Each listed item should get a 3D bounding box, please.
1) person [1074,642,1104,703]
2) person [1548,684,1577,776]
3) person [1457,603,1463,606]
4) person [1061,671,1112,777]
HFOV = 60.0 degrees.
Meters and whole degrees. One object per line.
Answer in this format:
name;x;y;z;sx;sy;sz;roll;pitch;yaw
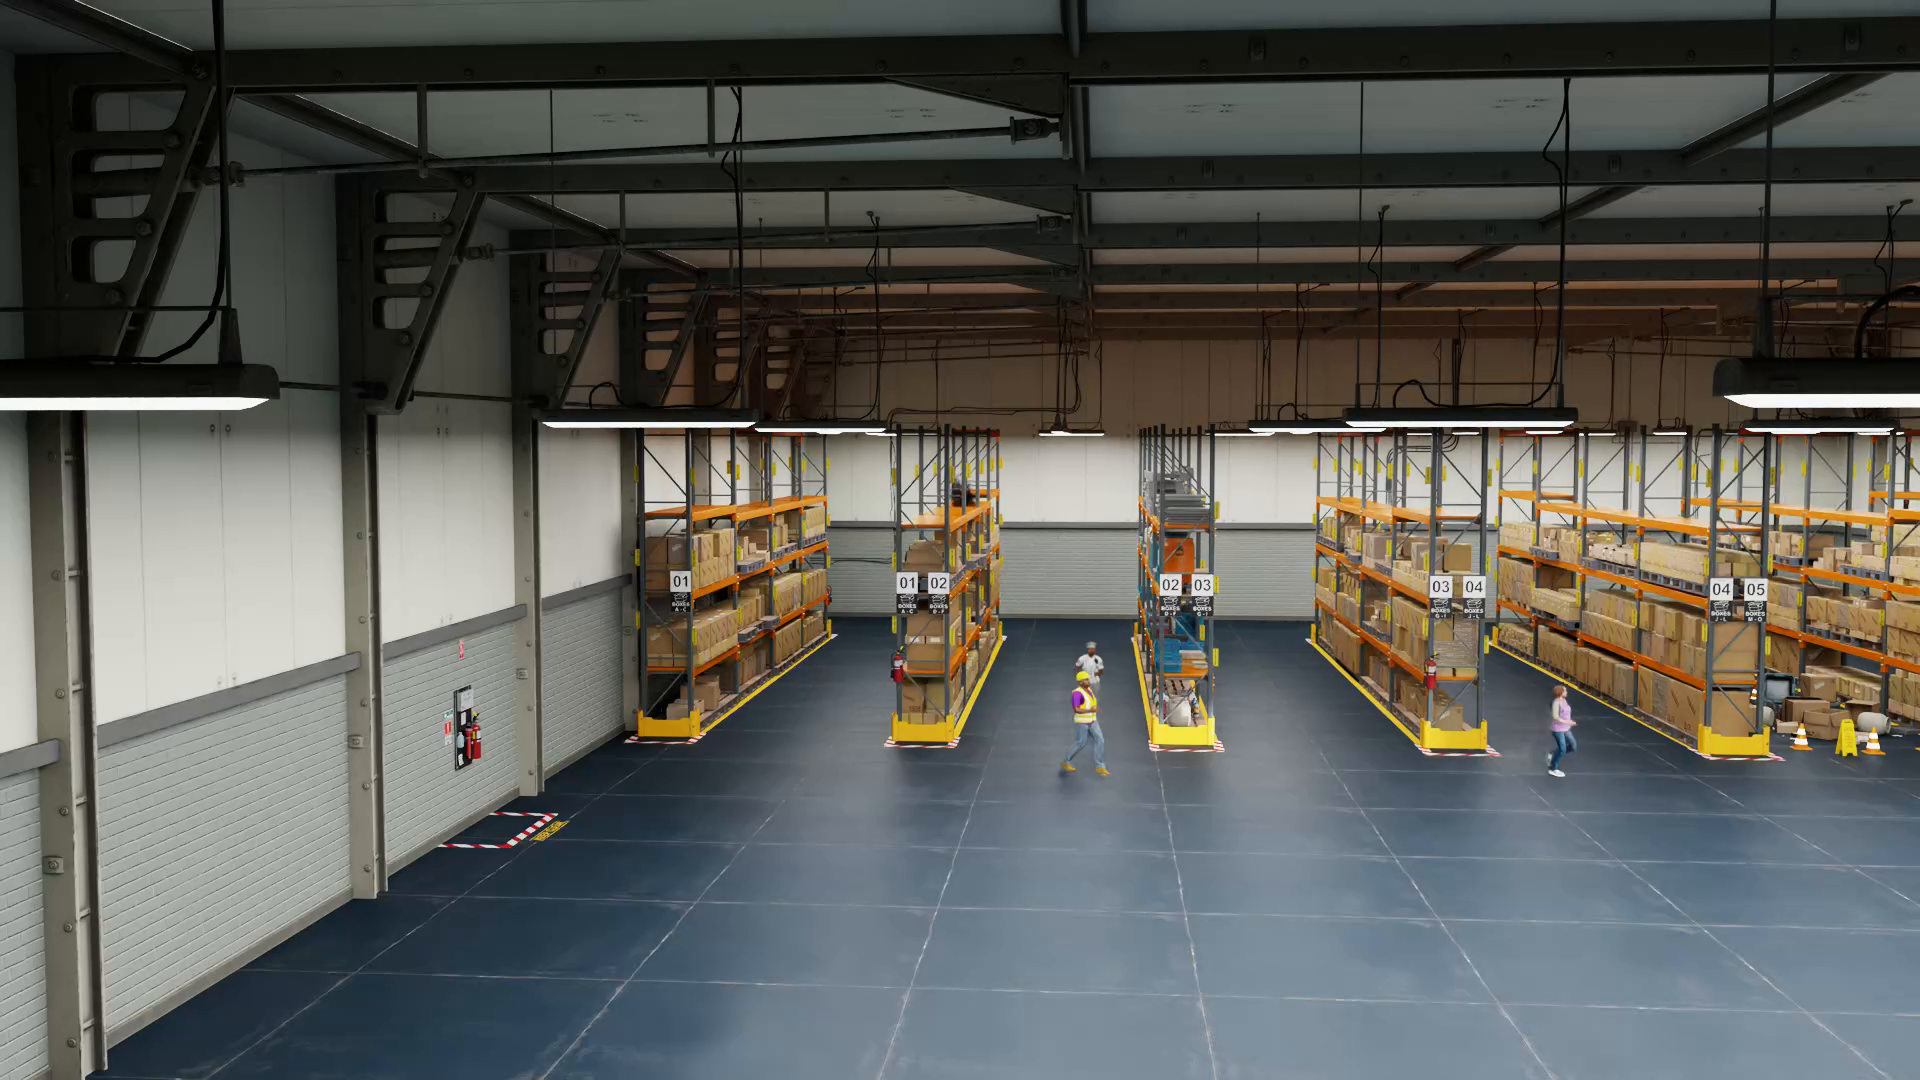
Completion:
person;2.591;2.864;33.100;0.546;1.695;0.676;0;4;-8
person;10.220;3.229;28.211;0.536;1.561;0.531;3;5;41
person;13.864;2.041;46.809;0.627;1.731;0.742;-3;4;-38
person;2.149;3.120;28.311;0.896;1.785;0.704;3;4;36
